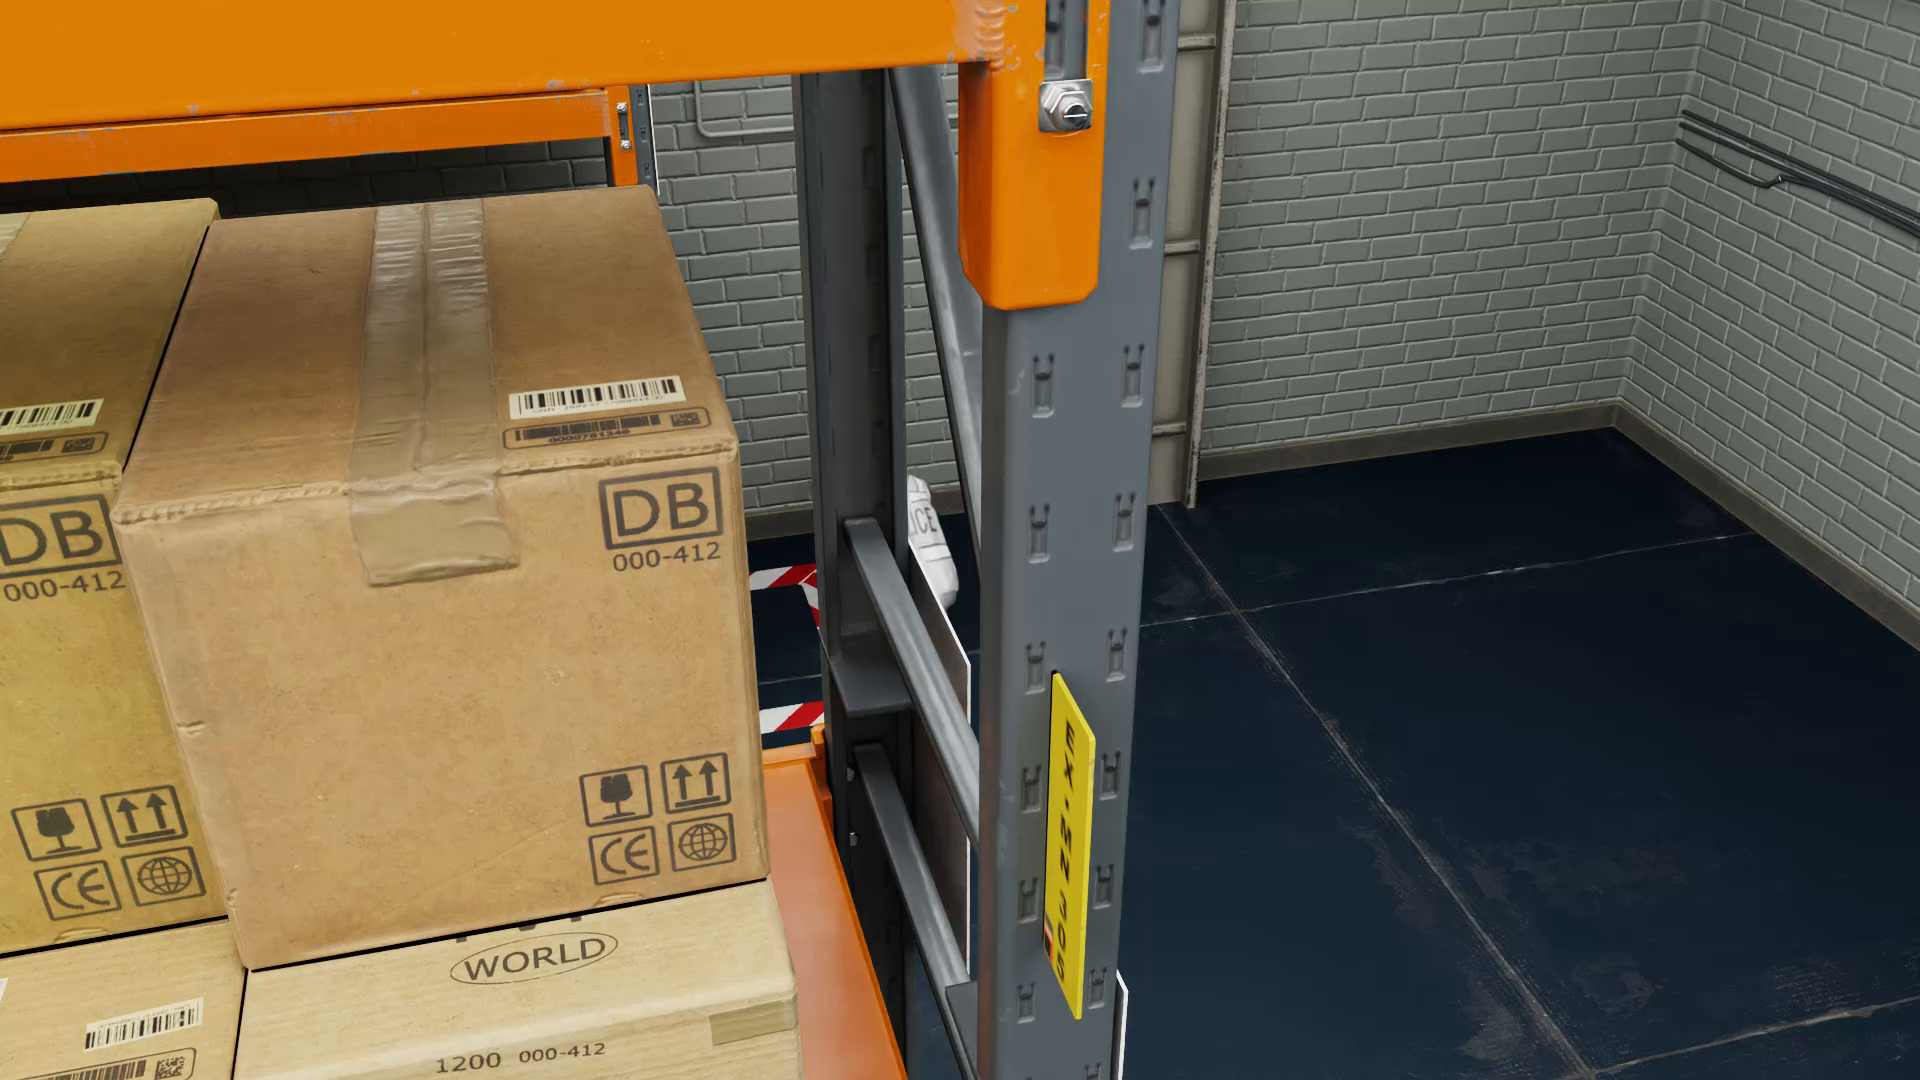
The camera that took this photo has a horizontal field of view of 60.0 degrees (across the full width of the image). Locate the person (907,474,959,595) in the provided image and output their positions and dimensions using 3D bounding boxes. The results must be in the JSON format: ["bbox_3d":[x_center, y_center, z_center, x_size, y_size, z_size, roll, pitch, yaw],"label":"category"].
[{"bbox_3d":[-0.303,-0.013,7.706,0.446,0.762,0.871,-9,32,-14],"label":"person"}]
